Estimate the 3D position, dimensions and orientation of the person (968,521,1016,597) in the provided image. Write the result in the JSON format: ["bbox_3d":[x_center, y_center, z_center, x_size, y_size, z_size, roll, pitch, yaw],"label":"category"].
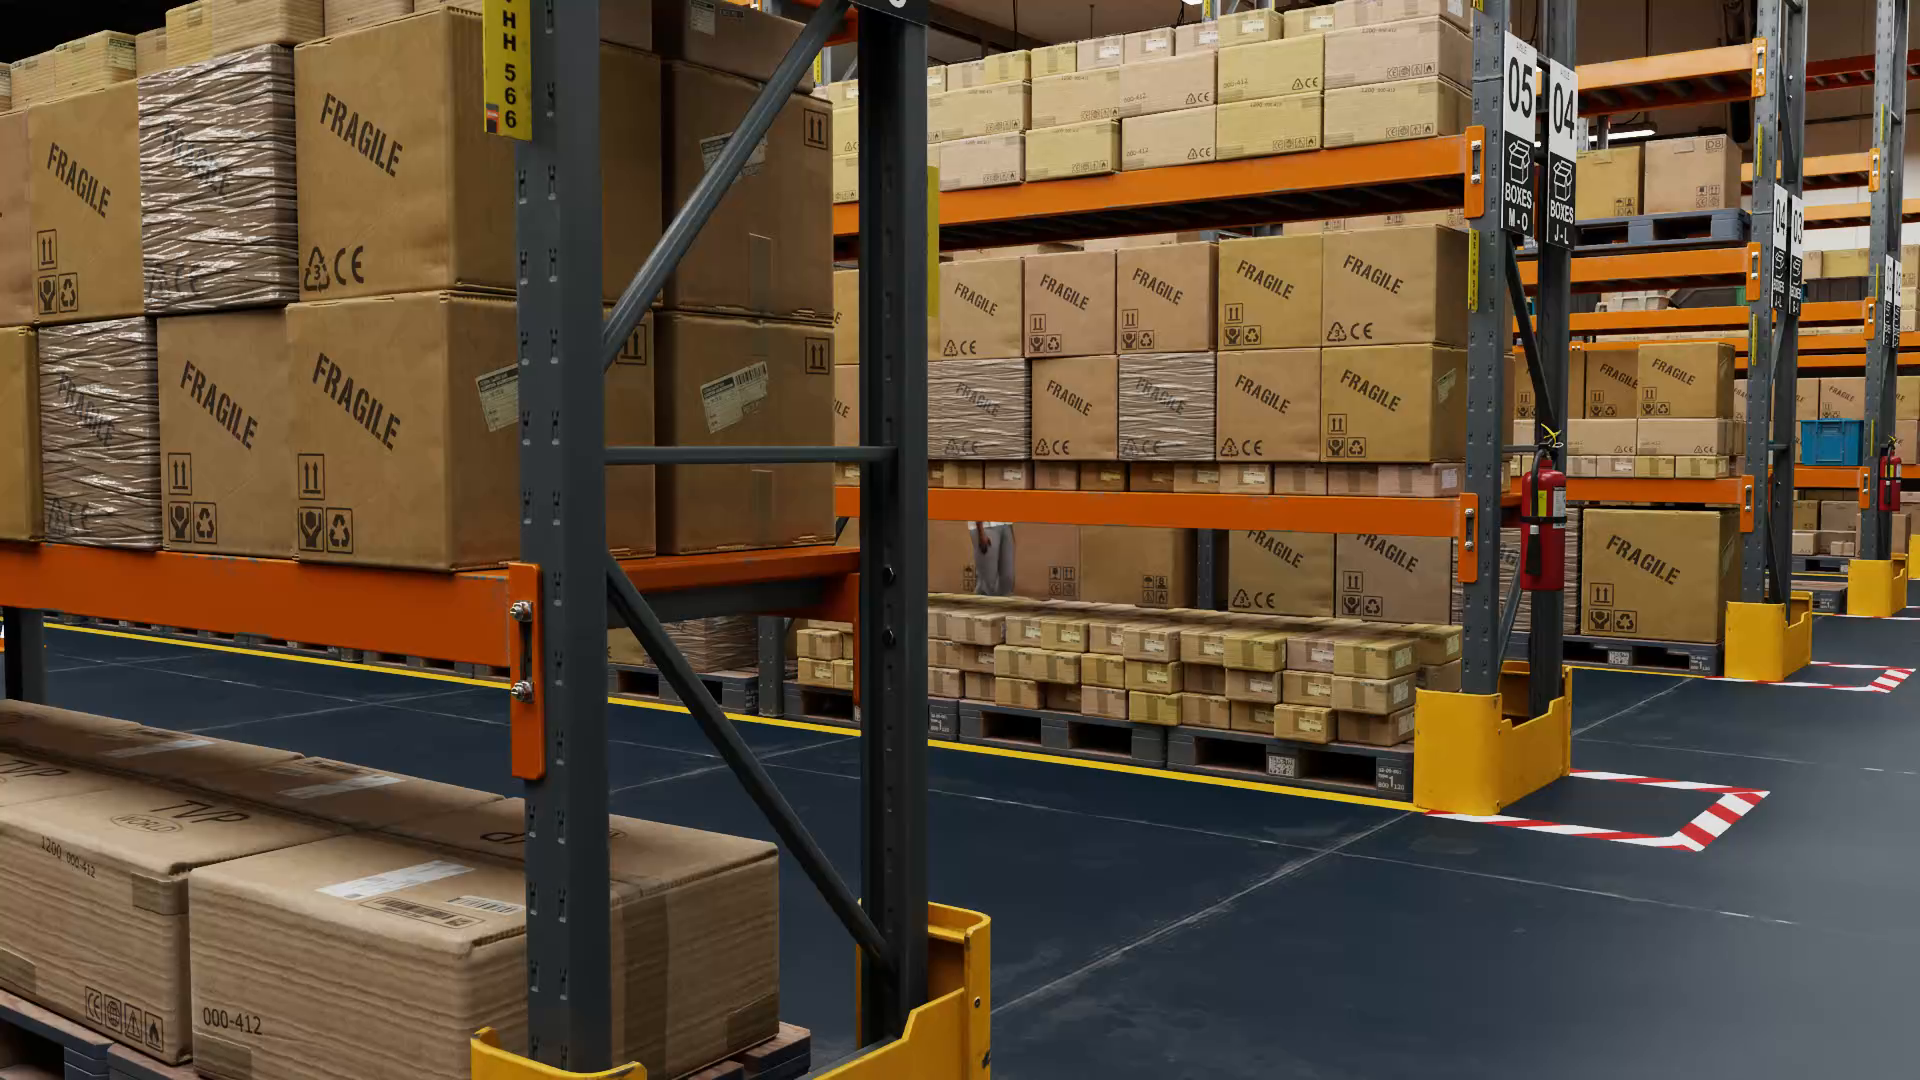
[{"bbox_3d":[0.274,-0.047,12.998,0.397,1.656,0.517,2,4,33],"label":"person"}]
